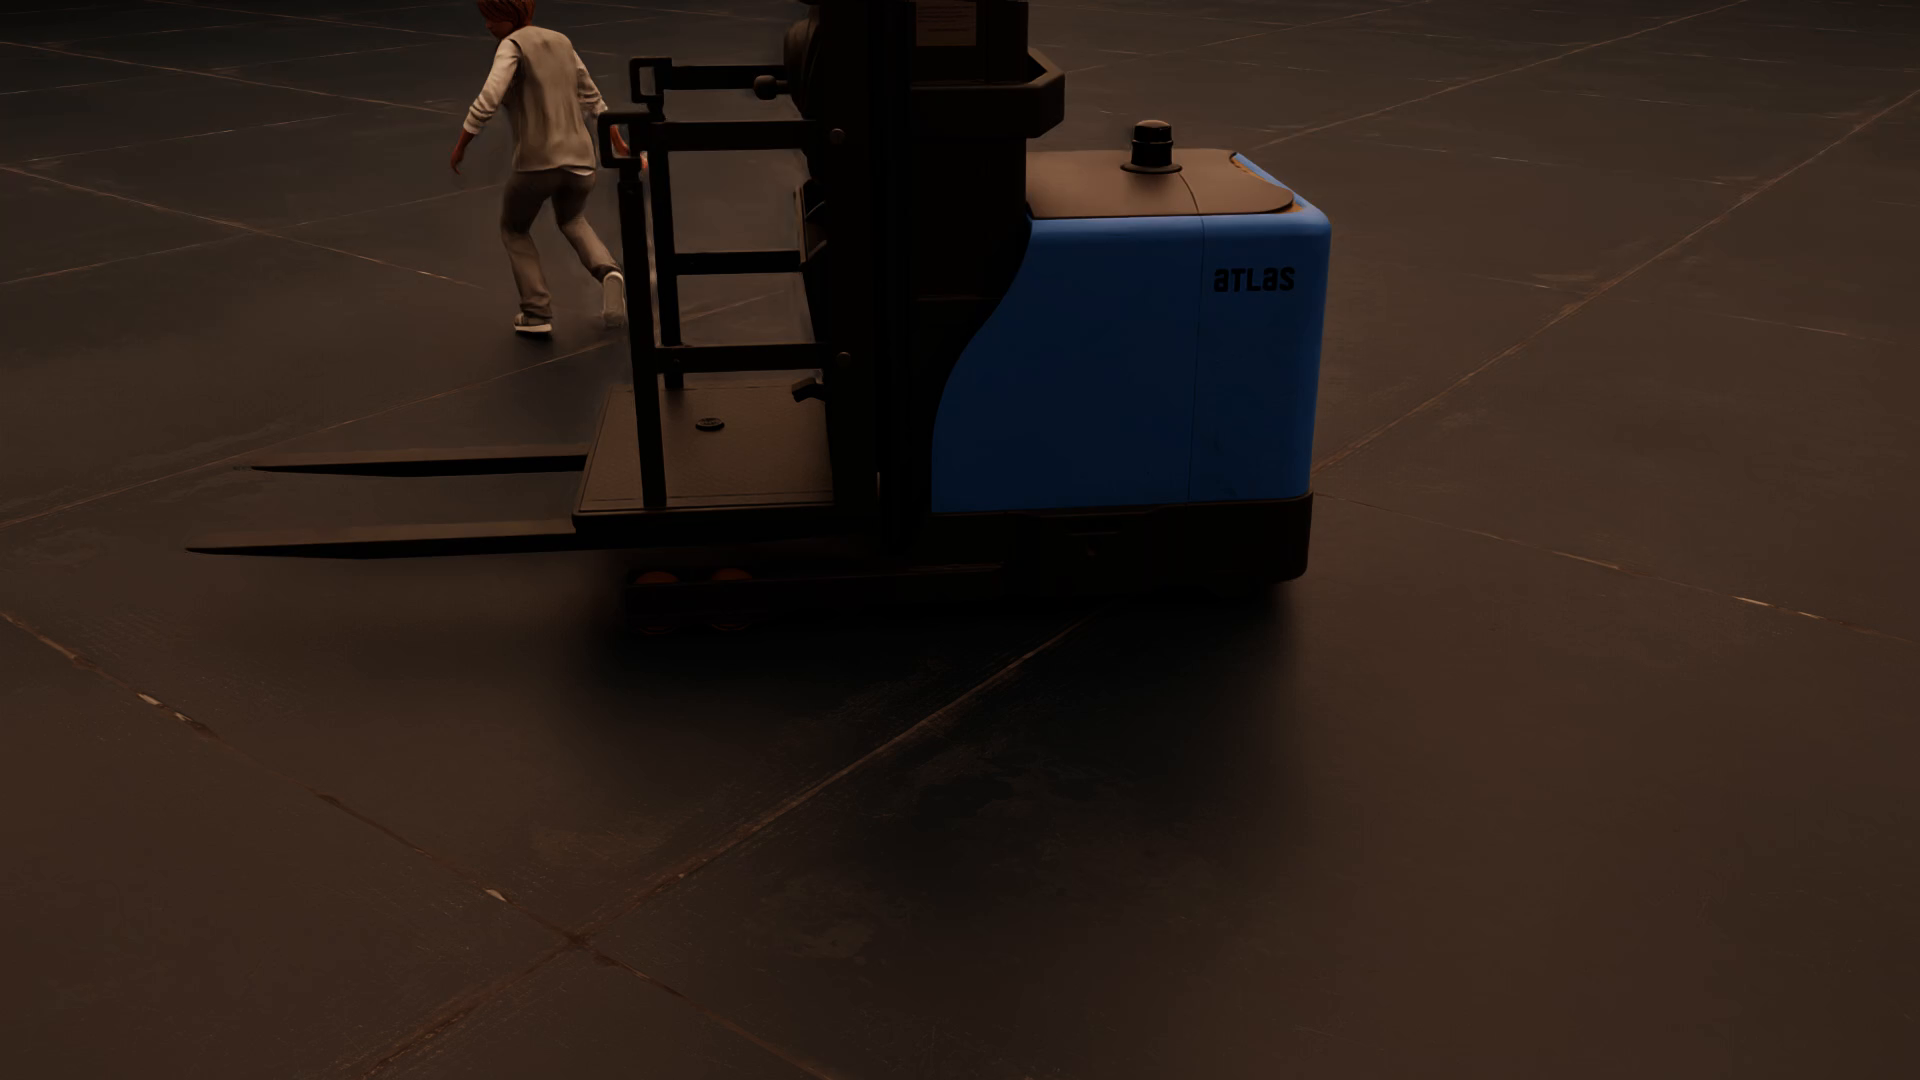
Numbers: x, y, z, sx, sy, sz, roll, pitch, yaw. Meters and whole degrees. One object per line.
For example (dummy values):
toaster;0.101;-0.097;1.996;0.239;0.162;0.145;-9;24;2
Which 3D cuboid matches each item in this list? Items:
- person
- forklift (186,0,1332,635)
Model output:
person;-1.660;-1.572;6.892;0.486;1.411;0.813;21;31;39
forklift;-0.581;-1.312;4.356;3.031;2.935;1.130;-2;24;-6
